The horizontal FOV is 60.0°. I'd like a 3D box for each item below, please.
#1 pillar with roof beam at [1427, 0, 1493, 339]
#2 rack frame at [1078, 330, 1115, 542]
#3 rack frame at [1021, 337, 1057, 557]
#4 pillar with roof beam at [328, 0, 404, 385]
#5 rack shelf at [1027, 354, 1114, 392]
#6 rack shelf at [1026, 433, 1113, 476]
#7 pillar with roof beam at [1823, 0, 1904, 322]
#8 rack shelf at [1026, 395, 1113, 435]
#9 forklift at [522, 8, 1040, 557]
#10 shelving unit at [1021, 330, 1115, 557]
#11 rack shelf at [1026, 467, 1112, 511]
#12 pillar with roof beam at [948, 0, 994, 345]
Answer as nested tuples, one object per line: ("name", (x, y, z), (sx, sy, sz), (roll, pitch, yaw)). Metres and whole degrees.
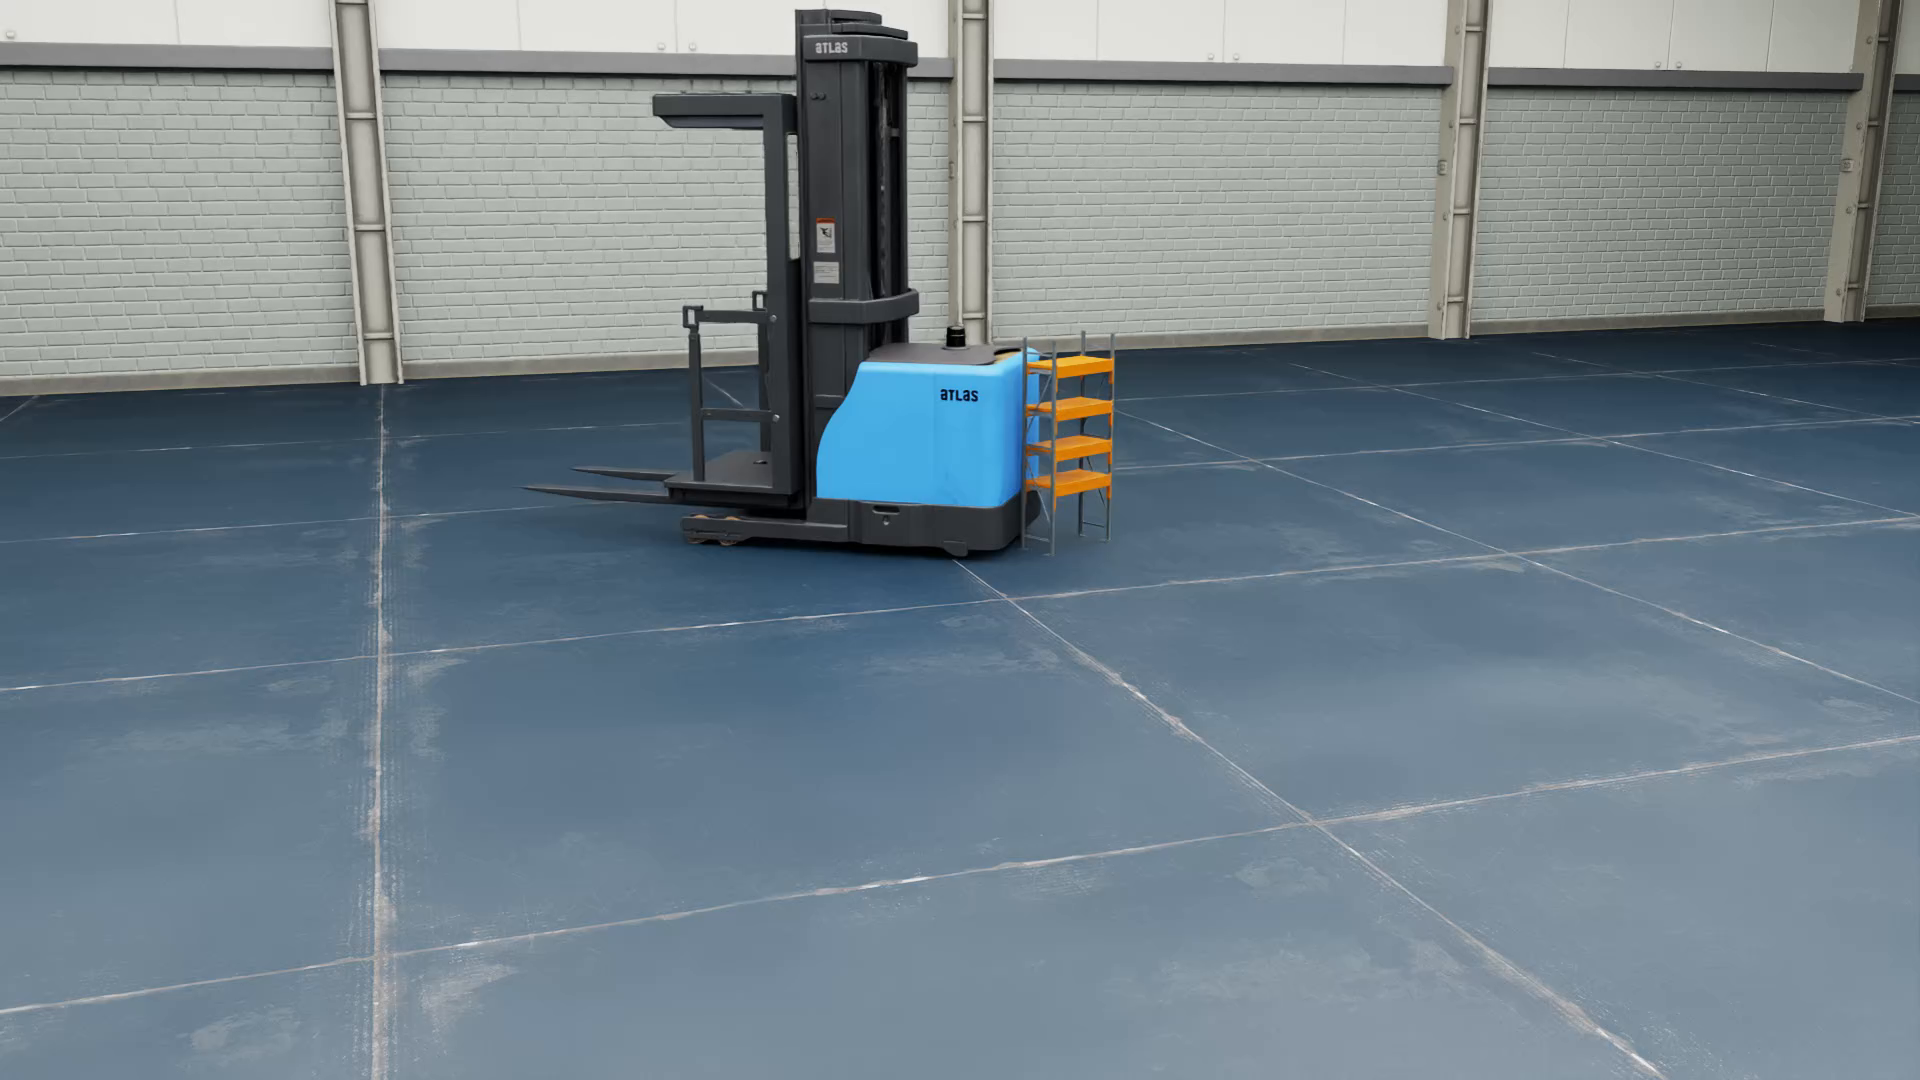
("pillar with roof beam", (7.172, -5.843, 14.759), (0.400, 9.000, 9.100), (-4, 14, -18))
("rack frame", (0.781, -0.591, 9.535), (0.015, 1.200, 0.240), (-13, 19, -43))
("rack frame", (0.434, -0.512, 9.201), (0.015, 1.200, 0.240), (-13, 19, -43))
("pillar with roof beam", (-4.201, -4.957, 11.036), (0.400, 9.000, 9.100), (-4, 14, -18))
("rack shelf", (0.607, -0.934, 9.277), (0.480, 0.148, 0.258), (-13, 19, -43))
("rack shelf", (0.607, -0.486, 9.384), (0.480, 0.148, 0.258), (-13, 19, -43))
("pillar with roof beam", (12.859, -6.285, 16.621), (0.400, 9.000, 9.100), (-4, 14, -18))
("rack shelf", (0.607, -0.704, 9.332), (0.480, 0.148, 0.258), (-13, 19, -43))
("forklift", (-1.096, -1.504, 9.633), (3.031, 2.935, 1.130), (4, 14, 16))
("shelving unit", (0.607, -0.551, 9.368), (0.503, 1.200, 0.258), (-13, 19, -43))
("rack shelf", (0.607, -0.293, 9.430), (0.480, 0.148, 0.258), (-13, 19, -43))
("pillar with roof beam", (1.485, -5.400, 12.898), (0.400, 9.000, 9.100), (-4, 14, -18))
